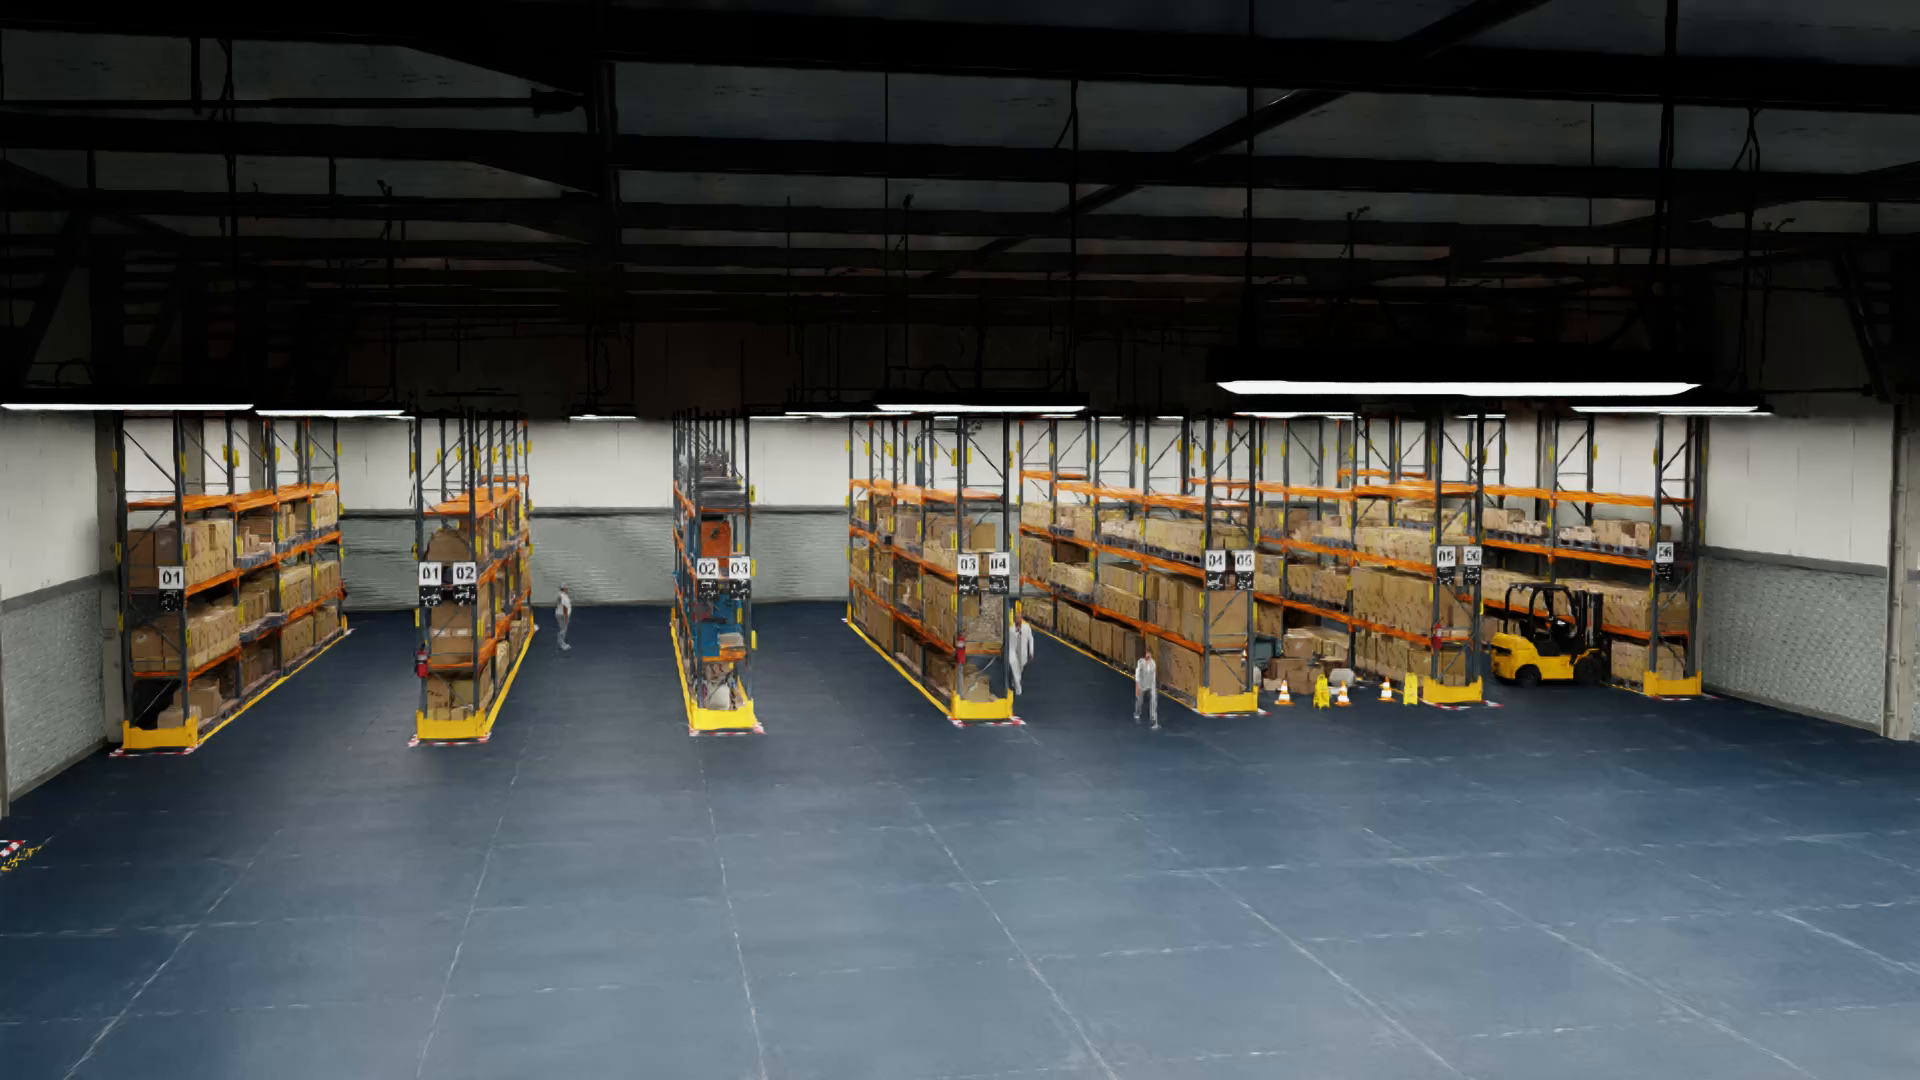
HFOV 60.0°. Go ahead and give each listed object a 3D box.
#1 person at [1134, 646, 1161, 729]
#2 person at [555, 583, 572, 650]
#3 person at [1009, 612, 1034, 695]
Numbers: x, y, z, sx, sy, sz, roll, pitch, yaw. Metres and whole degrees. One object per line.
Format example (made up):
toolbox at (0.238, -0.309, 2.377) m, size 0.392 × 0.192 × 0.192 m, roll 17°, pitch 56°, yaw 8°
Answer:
person at (3.473, 2.743, 31.141) m, size 0.417 × 1.504 × 1.036 m, roll -1°, pitch 4°, yaw -9°
person at (-9.971, 1.906, 41.805) m, size 0.396 × 1.664 × 0.601 m, roll -2°, pitch 5°, yaw -26°
person at (1.243, 2.366, 35.039) m, size 0.603 × 1.725 × 1.110 m, roll -1°, pitch 4°, yaw -12°
